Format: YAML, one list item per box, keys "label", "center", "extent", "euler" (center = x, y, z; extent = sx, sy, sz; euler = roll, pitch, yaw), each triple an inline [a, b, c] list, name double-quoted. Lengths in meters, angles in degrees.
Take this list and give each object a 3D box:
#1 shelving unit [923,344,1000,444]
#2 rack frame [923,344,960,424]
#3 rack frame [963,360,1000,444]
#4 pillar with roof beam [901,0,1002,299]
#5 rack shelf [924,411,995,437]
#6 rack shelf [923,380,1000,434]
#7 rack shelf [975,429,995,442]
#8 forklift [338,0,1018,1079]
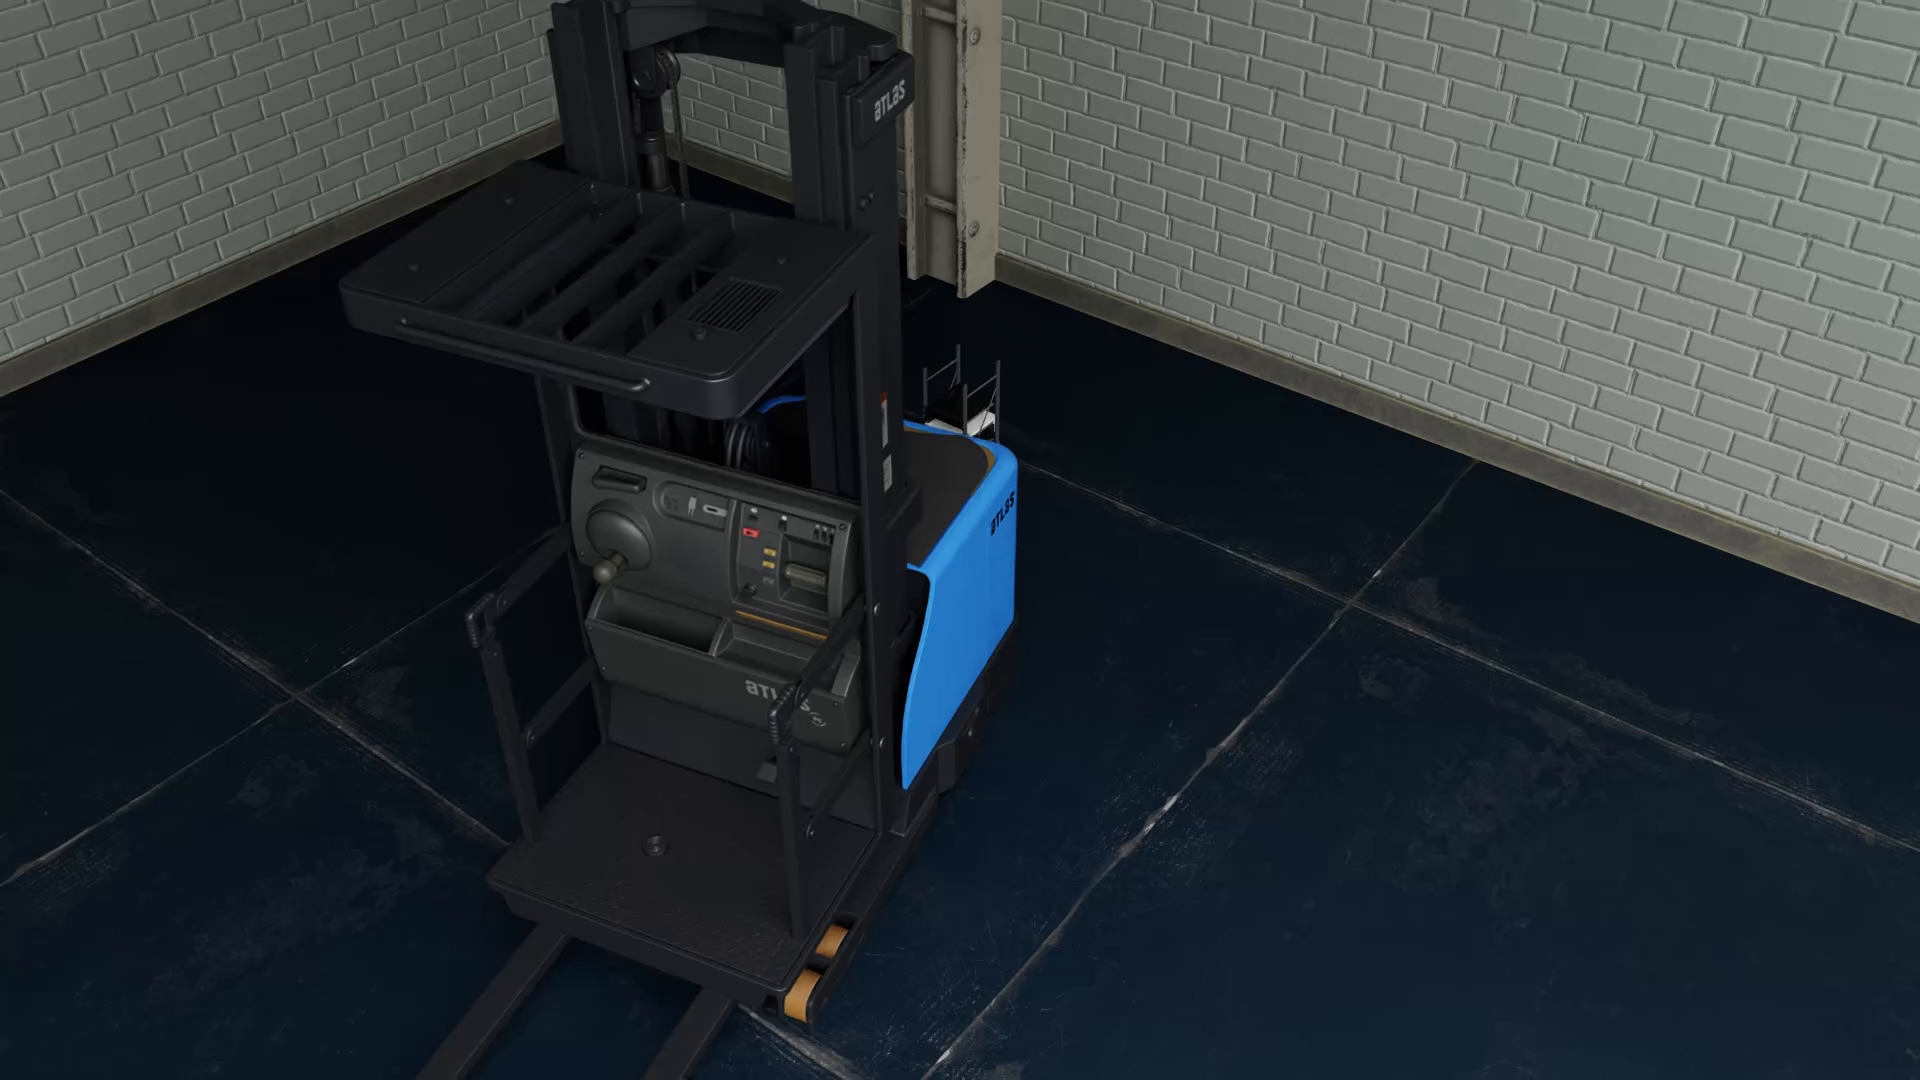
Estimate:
- label: "shelving unit"
  center: [0.006, -0.351, 6.969]
  extent: [0.210, 0.900, 0.258]
  euler: [25, 45, 29]
- label: "rack frame"
  center: [-0.074, -0.389, 7.017]
  extent: [0.006, 0.900, 0.240]
  euler: [25, 45, 29]
- label: "rack frame"
  center: [0.087, -0.313, 6.920]
  extent: [0.006, 0.900, 0.240]
  euler: [25, 45, 29]
- label: "pillar with roof beam"
  center: [-2.657, -2.873, 3.620]
  extent: [0.400, 9.000, 9.100]
  euler: [25, 45, 29]
- label: "rack shelf"
  center: [0.006, -0.467, 6.878]
  extent: [0.200, 0.077, 0.258]
  euler: [25, 45, 29]
- label: "rack shelf"
  center: [0.006, -0.538, 6.823]
  extent: [0.200, 0.077, 0.258]
  euler: [25, 45, 29]
- label: "rack shelf"
  center: [0.006, -0.396, 6.934]
  extent: [0.200, 0.077, 0.258]
  euler: [25, 45, 29]
- label: "forklift"
  center: [-0.832, 0.072, 4.781]
  extent: [1.130, 2.935, 3.031]
  euler: [15, 41, 18]
